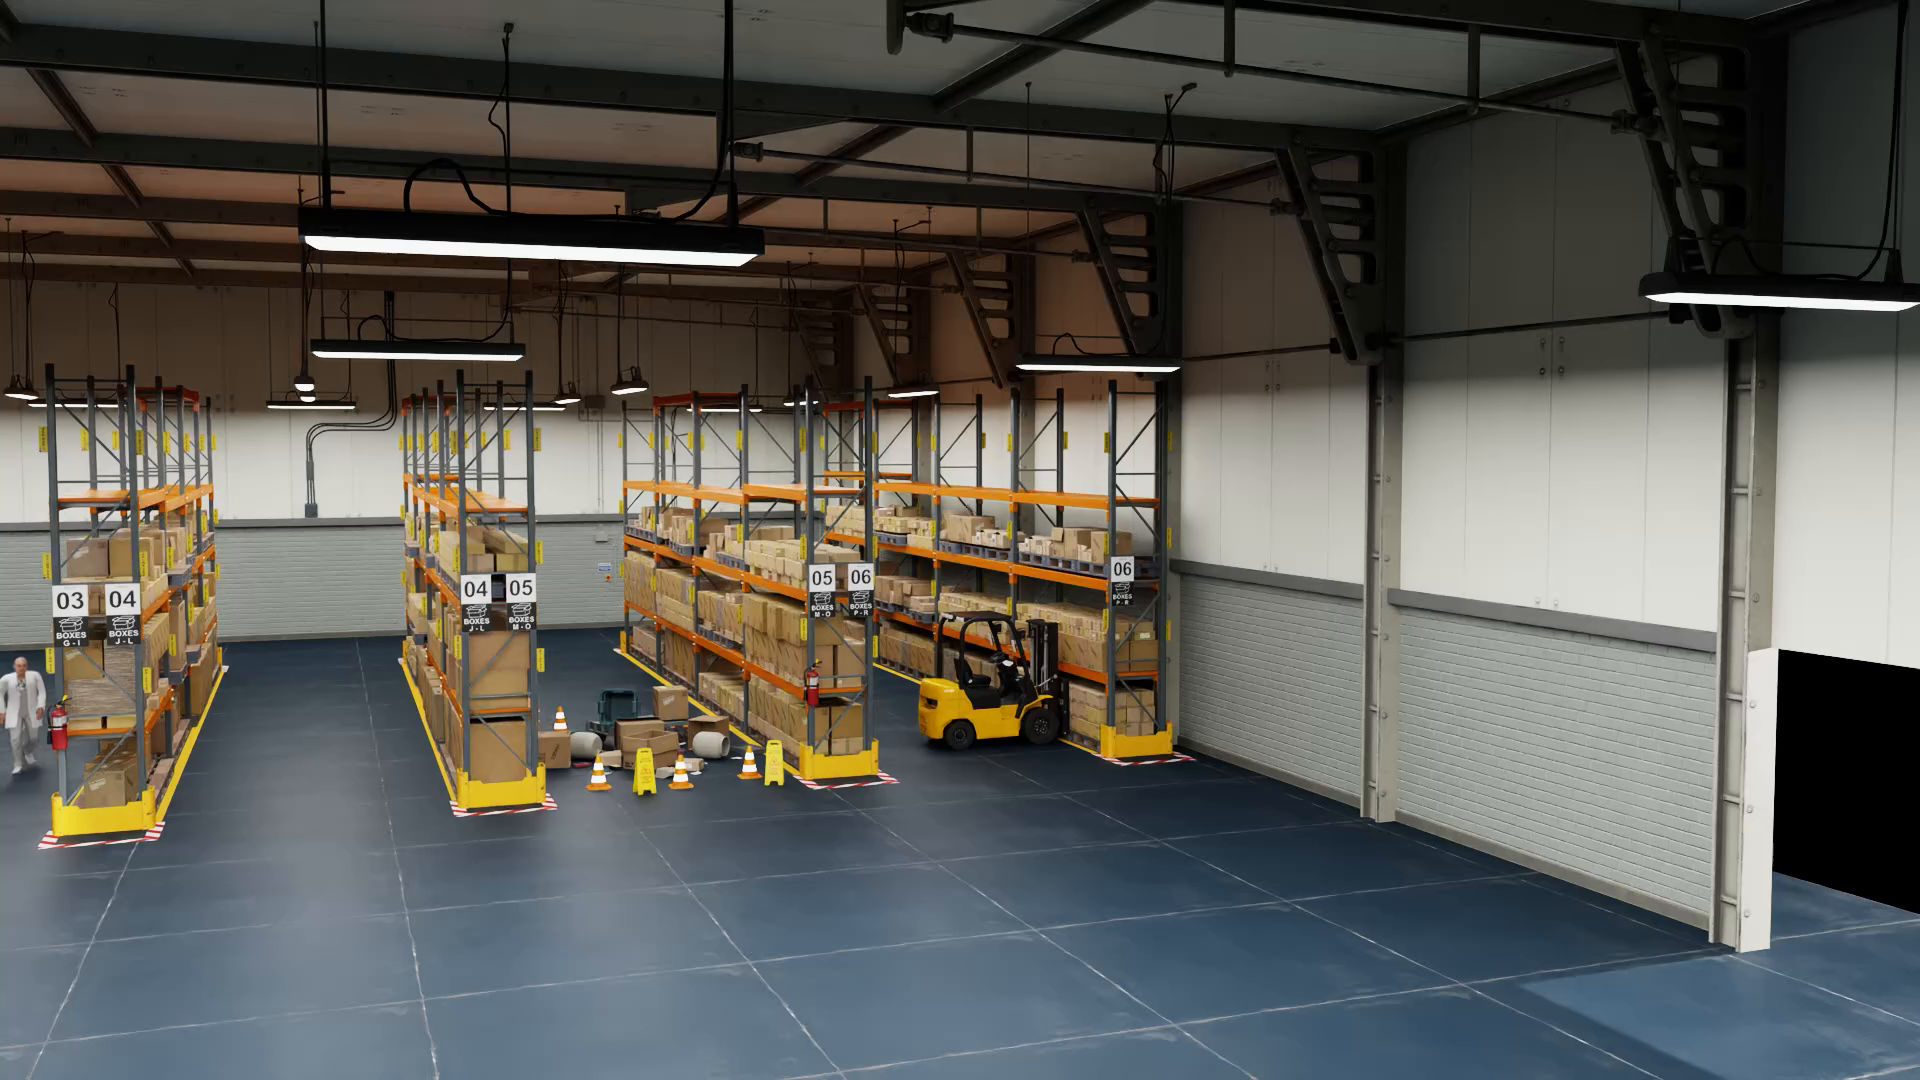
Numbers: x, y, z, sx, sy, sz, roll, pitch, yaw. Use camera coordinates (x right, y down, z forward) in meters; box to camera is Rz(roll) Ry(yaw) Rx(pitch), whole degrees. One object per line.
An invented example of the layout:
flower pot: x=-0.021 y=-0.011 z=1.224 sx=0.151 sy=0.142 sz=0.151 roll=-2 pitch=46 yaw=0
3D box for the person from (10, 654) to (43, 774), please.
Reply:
person: x=-14.256 y=2.636 z=25.322 sx=0.547 sy=1.798 sz=0.617 roll=1 pitch=4 yaw=22
